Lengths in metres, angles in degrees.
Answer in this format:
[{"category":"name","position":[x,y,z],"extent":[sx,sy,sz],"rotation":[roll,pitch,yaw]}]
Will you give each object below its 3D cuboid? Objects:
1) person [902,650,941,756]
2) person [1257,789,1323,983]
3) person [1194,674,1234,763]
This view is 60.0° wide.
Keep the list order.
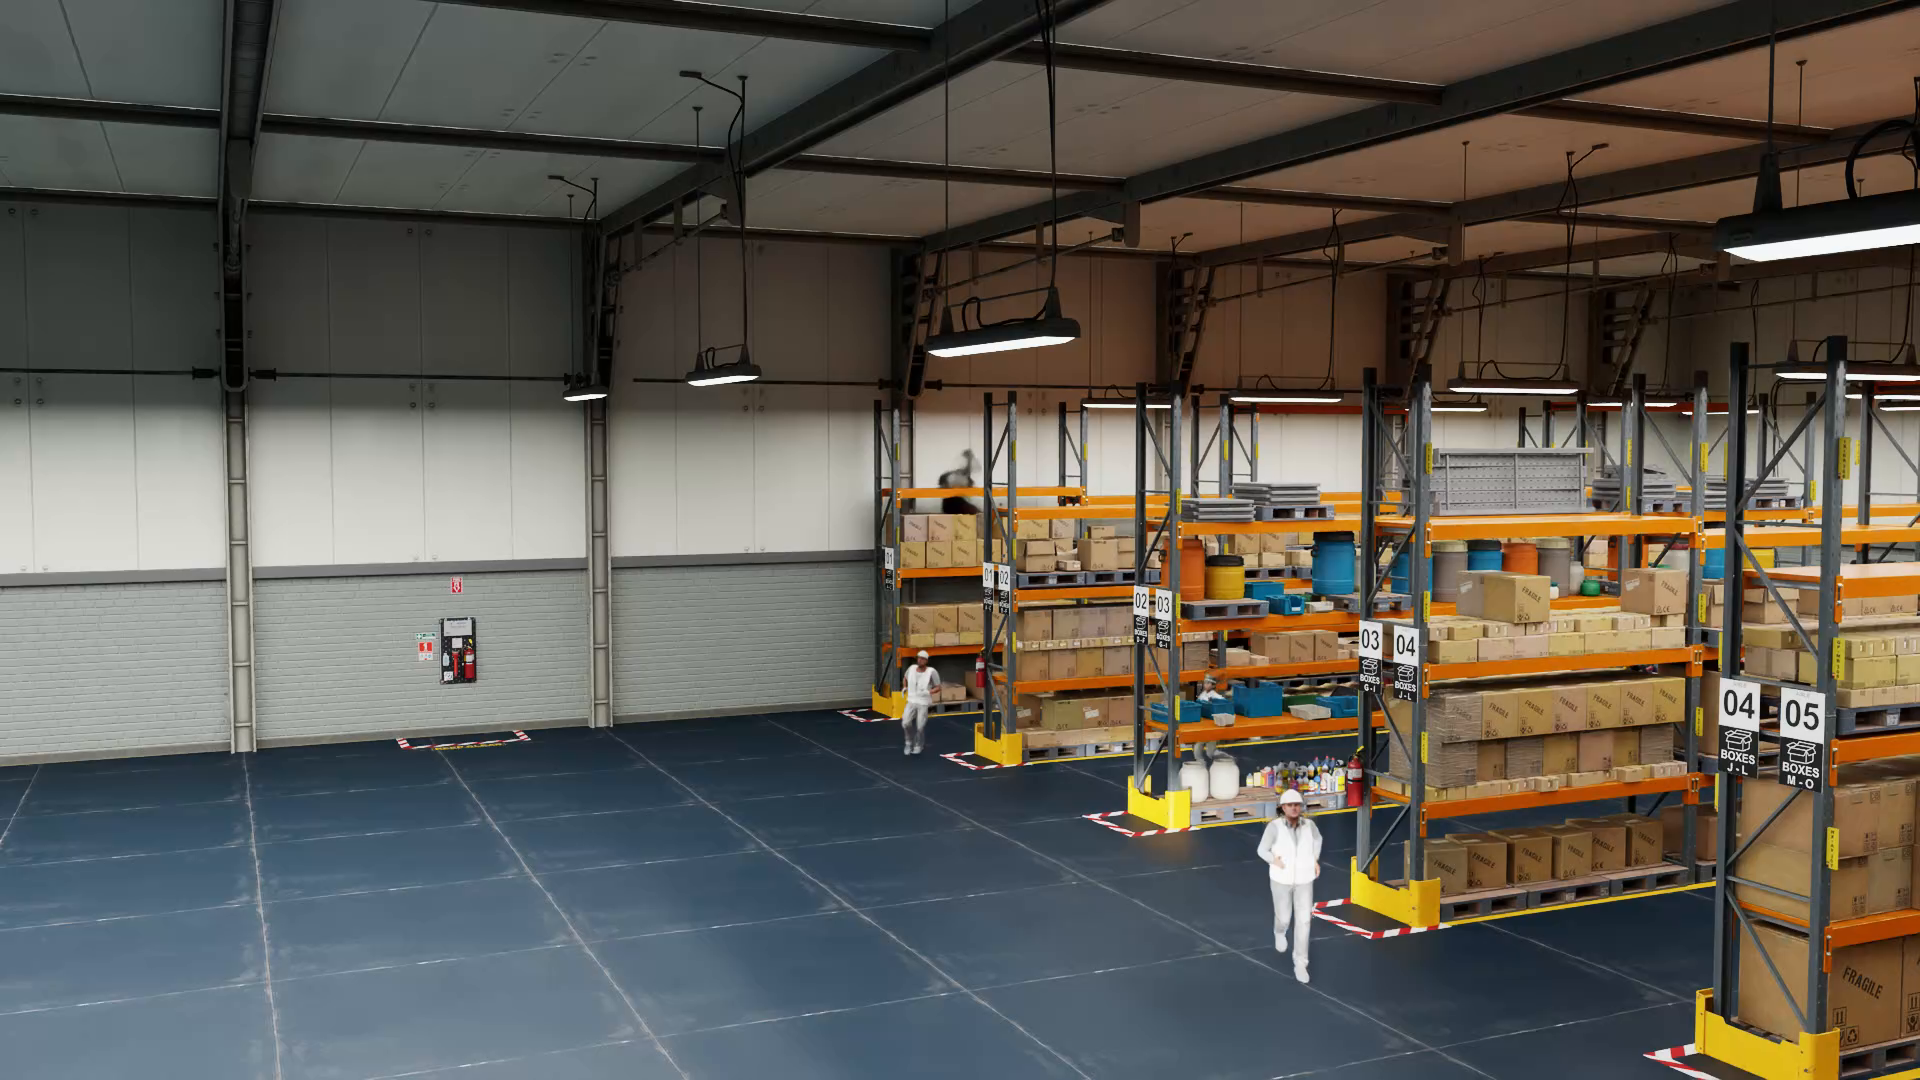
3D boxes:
[{"category":"person","position":[-0.659,2.676,27.230],"extent":[0.705,1.751,0.583],"rotation":[1,3,18]},{"category":"person","position":[3.243,3.319,16.279],"extent":[0.666,1.773,0.965],"rotation":[0,3,3]},{"category":"person","position":[3.816,2.869,25.309],"extent":[0.799,1.690,0.618],"rotation":[-3,4,-37]}]
